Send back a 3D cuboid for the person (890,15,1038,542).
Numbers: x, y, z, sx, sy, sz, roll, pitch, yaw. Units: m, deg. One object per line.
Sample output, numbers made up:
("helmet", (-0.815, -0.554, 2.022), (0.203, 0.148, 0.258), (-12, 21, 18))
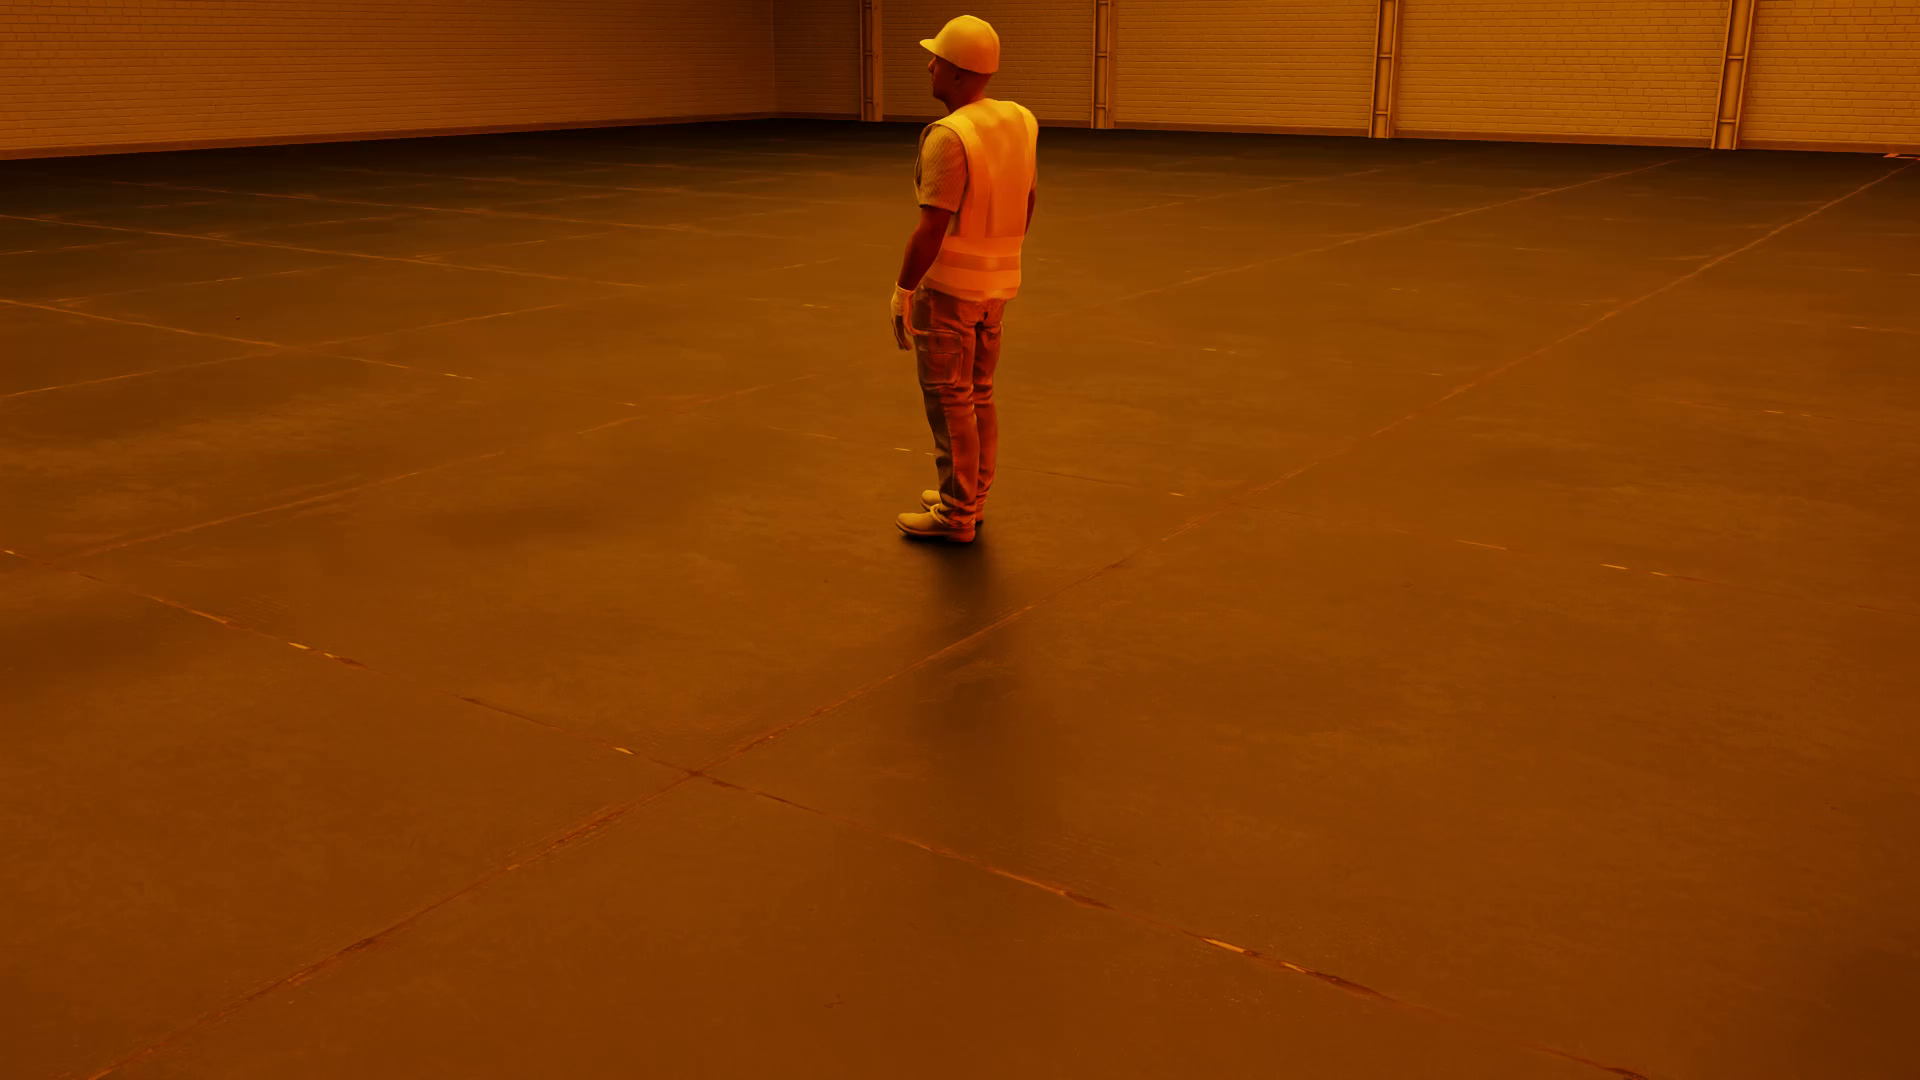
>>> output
("person", (-0.054, -0.875, 5.737), (0.577, 1.782, 0.656), (11, 20, 33))
